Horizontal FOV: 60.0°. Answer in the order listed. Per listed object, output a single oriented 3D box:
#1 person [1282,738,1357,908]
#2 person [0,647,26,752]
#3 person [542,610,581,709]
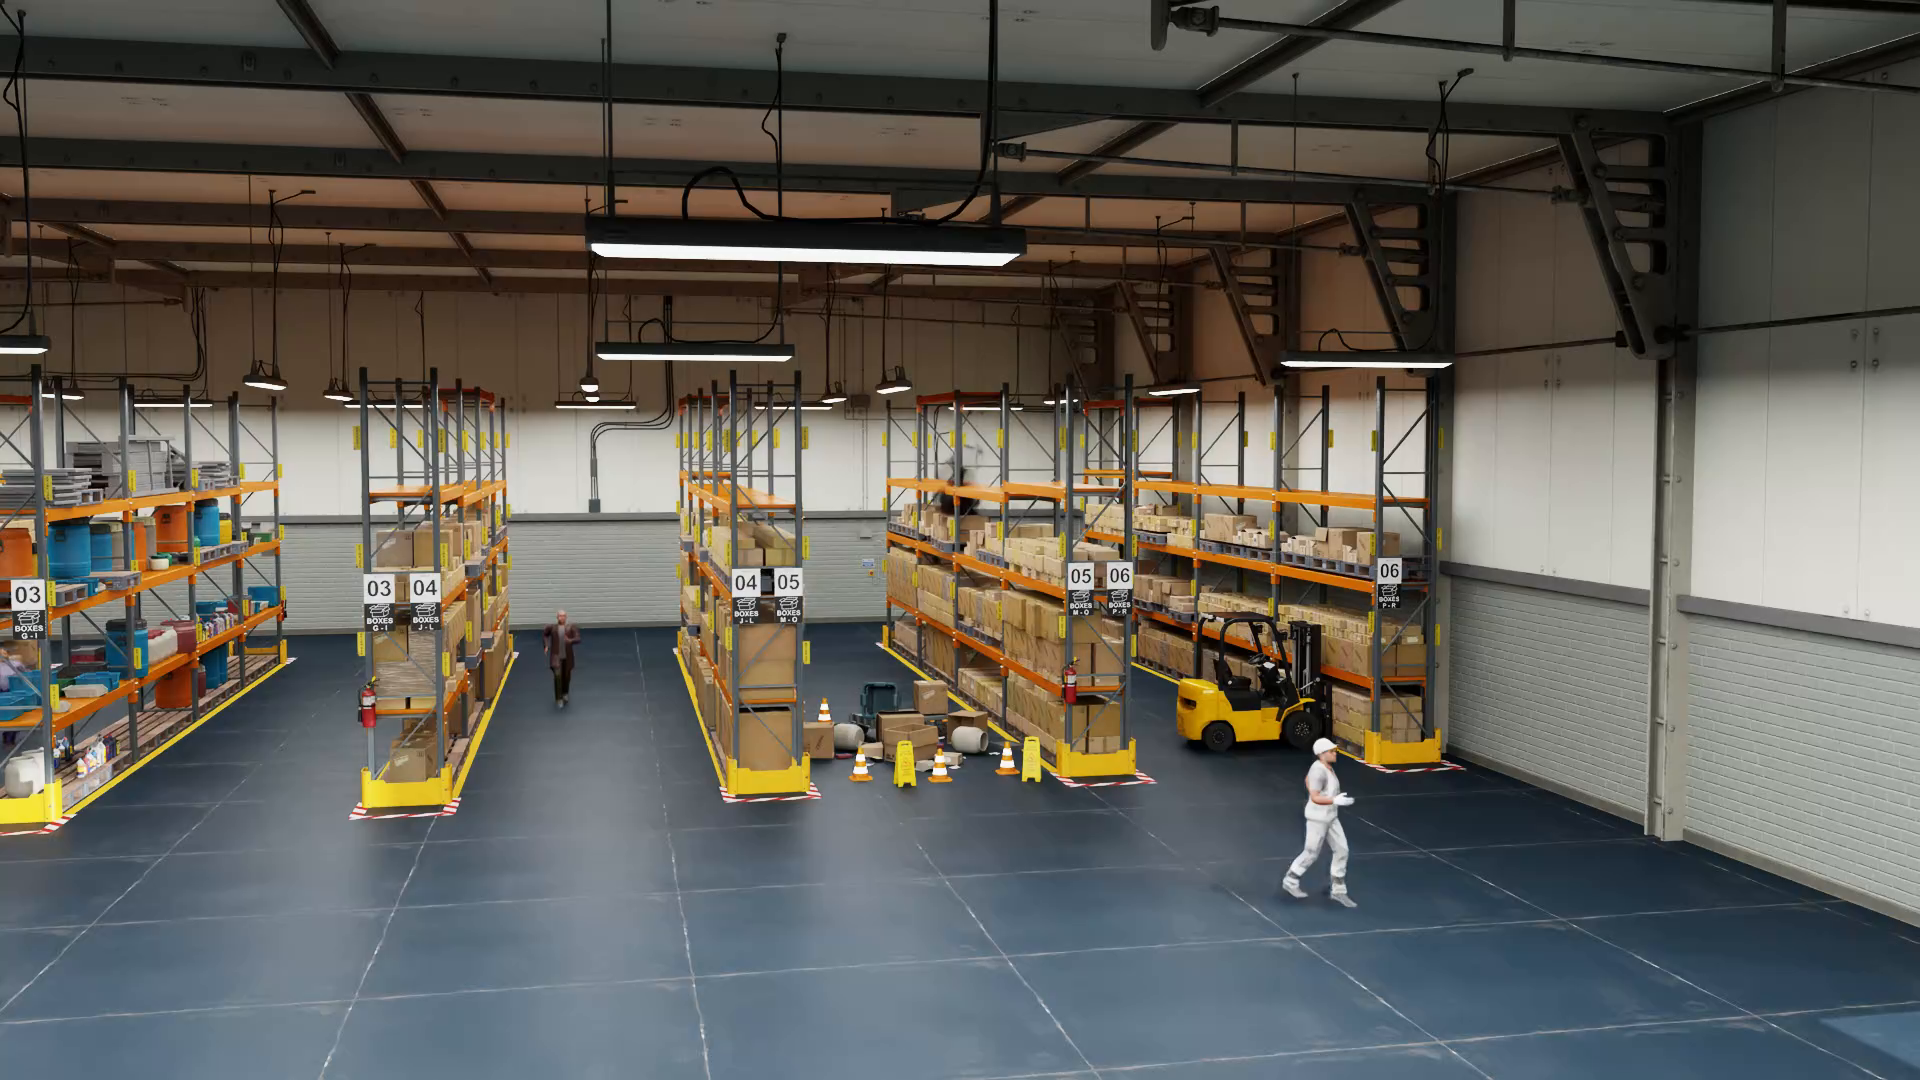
[{"bbox_3d":[3.869,3.040,17.910,0.816,1.829,0.633,2,4,33],"label":"person"},{"bbox_3d":[-15.545,2.562,27.088,0.568,1.667,0.901,-1,4,-18],"label":"person"},{"bbox_3d":[-7.510,2.224,31.383,0.687,1.807,0.991,-1,4,-19],"label":"person"}]
